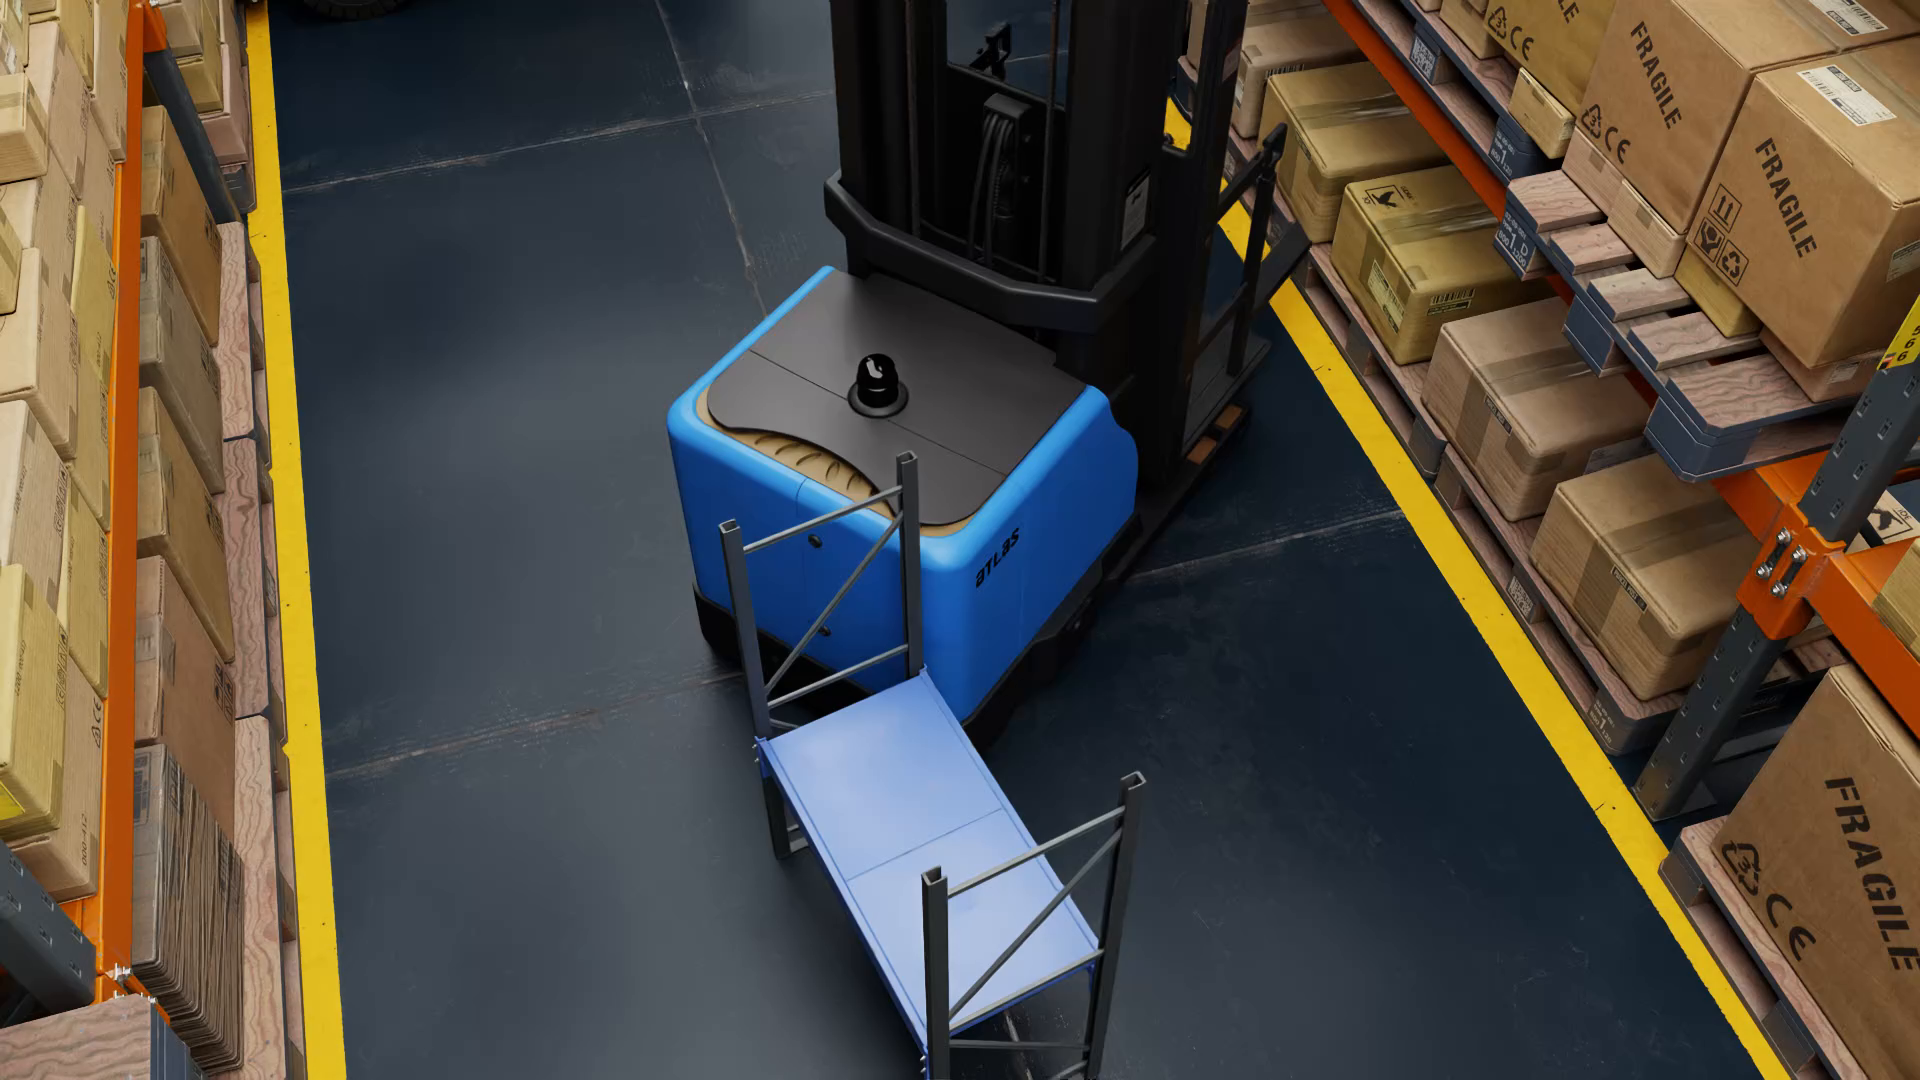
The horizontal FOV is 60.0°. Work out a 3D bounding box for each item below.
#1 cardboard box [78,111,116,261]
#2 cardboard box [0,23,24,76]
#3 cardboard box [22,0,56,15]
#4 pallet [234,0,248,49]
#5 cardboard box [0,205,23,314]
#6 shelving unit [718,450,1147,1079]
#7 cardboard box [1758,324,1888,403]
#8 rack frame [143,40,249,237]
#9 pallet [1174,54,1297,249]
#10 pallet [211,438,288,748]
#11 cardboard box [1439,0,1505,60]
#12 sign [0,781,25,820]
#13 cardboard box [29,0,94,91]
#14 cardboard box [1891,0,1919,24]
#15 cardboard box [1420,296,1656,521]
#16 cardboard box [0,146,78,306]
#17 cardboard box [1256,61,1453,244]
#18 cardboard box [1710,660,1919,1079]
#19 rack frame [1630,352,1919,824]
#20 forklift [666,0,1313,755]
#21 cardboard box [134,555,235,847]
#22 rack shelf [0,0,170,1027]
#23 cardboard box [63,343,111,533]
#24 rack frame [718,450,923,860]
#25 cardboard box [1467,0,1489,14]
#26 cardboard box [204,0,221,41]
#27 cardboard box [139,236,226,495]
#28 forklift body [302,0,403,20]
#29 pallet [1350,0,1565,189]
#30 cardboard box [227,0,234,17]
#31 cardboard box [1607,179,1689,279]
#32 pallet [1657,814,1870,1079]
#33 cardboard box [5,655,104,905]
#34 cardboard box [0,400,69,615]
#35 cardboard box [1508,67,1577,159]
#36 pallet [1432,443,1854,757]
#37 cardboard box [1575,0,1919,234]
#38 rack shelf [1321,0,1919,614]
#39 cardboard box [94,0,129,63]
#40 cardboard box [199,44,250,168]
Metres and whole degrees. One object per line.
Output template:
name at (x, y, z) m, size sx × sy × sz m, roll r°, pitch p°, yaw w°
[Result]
cardboard box at (-2.702, -0.970, 4.704) m, size 0.500 × 0.250 × 0.500 m, roll -13°, pitch 51°, yaw -11°
cardboard box at (-2.653, -1.178, 4.292) m, size 0.380 × 0.149 × 0.250 m, roll -13°, pitch 51°, yaw -11°
cardboard box at (-2.739, -1.568, 4.620) m, size 0.380 × 0.149 × 0.250 m, roll -15°, pitch 51°, yaw -12°
pallet at (-3.932, -2.647, 7.843) m, size 1.003 × 0.211 × 1.213 m, roll -13°, pitch 51°, yaw -11°
cardboard box at (-2.394, -0.622, 3.823) m, size 0.380 × 0.149 × 0.250 m, roll -12°, pitch 51°, yaw -10°
shelving unit at (-0.088, 0.711, 4.169) m, size 0.538 × 1.500 × 1.048 m, roll -22°, pitch 53°, yaw -18°
cardboard box at (2.229, -0.507, 4.105) m, size 0.380 × 0.149 × 0.250 m, roll -12°, pitch 51°, yaw -10°
rack frame at (-3.373, -2.063, 5.527) m, size 1.000 × 3.000 × 0.127 m, roll -13°, pitch 51°, yaw -11°
pallet at (1.600, -1.721, 7.062) m, size 1.003 × 0.211 × 1.213 m, roll -13°, pitch 51°, yaw -11°
pallet at (-2.753, 0.258, 5.394) m, size 1.003 × 0.211 × 1.213 m, roll -13°, pitch 51°, yaw -11°
cardboard box at (1.695, -1.621, 5.044) m, size 0.380 × 0.149 × 0.250 m, roll -15°, pitch 51°, yaw -12°
sign at (-1.674, 0.382, 2.761) m, size 0.100 × 0.325 × 0.005 m, roll -13°, pitch 51°, yaw -11°
cardboard box at (-2.824, -1.501, 4.824) m, size 0.500 × 0.250 × 0.500 m, roll -15°, pitch 51°, yaw -12°
cardboard box at (2.478, -1.290, 4.341) m, size 0.500 × 0.500 × 0.500 m, roll -11°, pitch 51°, yaw -9°
cardboard box at (2.167, -0.507, 5.659) m, size 0.950 × 0.372 × 0.625 m, roll -14°, pitch 51°, yaw -12°
cardboard box at (-2.547, -0.753, 4.194) m, size 0.500 × 0.250 × 0.500 m, roll -13°, pitch 51°, yaw -10°
cardboard box at (1.741, -1.569, 6.555) m, size 0.950 × 0.372 × 0.625 m, roll -10°, pitch 51°, yaw -9°
cardboard box at (2.676, 0.807, 4.223) m, size 0.875 × 0.875 × 0.875 m, roll -14°, pitch 51°, yaw -11°
rack frame at (2.551, -0.266, 4.013) m, size 1.000 × 3.000 × 0.127 m, roll -13°, pitch 51°, yaw -11°
forklift at (0.394, -1.340, 4.962) m, size 1.130 × 2.935 × 3.031 m, roll 27°, pitch 55°, yaw 21°
cardboard box at (-2.562, 0.555, 4.599) m, size 0.875 × 0.625 × 0.625 m, roll -12°, pitch 51°, yaw -10°
rack shelf at (-2.781, -0.370, 4.571) m, size 1.077 × 0.370 × 4.000 m, roll -13°, pitch 51°, yaw -11°
cardboard box at (-2.390, -0.215, 4.068) m, size 0.500 × 0.250 × 0.500 m, roll -15°, pitch 51°, yaw -12°
rack frame at (-0.328, 0.369, 4.458) m, size 0.500 × 1.500 × 0.032 m, roll -22°, pitch 53°, yaw -18°
cardboard box at (1.677, -1.941, 4.890) m, size 0.500 × 0.500 × 0.500 m, roll -15°, pitch 52°, yaw -12°
cardboard box at (-3.372, -2.263, 6.893) m, size 0.500 × 0.250 × 0.500 m, roll -14°, pitch 51°, yaw -11°
cardboard box at (-2.985, -0.486, 5.476) m, size 0.875 × 0.625 × 0.625 m, roll -14°, pitch 51°, yaw -11°
forklift body at (-2.252, -3.738, 7.495) m, size 2.313 × 2.155 × 1.214 m, roll -13°, pitch 51°, yaw -11°
pallet at (1.926, -1.641, 5.297) m, size 1.003 × 0.211 × 1.213 m, roll -13°, pitch 51°, yaw -11°
cardboard box at (-3.531, -2.479, 7.402) m, size 0.500 × 0.250 × 0.500 m, roll -13°, pitch 51°, yaw -10°
cardboard box at (1.964, -0.860, 4.403) m, size 0.380 × 0.149 × 0.250 m, roll -14°, pitch 51°, yaw -11°
pallet at (2.712, 1.225, 4.579) m, size 1.003 × 0.211 × 1.213 m, roll -13°, pitch 51°, yaw -11°
cardboard box at (-2.087, 0.528, 3.441) m, size 0.500 × 0.250 × 0.500 m, roll -13°, pitch 51°, yaw -11°
cardboard box at (-2.234, 0.001, 3.559) m, size 0.500 × 0.250 × 0.500 m, roll -12°, pitch 51°, yaw -10°
cardboard box at (1.802, -1.244, 4.726) m, size 0.380 × 0.149 × 0.250 m, roll -13°, pitch 51°, yaw -10°
pallet at (2.321, 0.061, 5.560) m, size 1.003 × 0.211 × 1.213 m, roll -13°, pitch 51°, yaw -11°
cardboard box at (1.988, -1.174, 4.243) m, size 0.500 × 0.500 × 0.500 m, roll -14°, pitch 51°, yaw -12°
rack shelf at (1.959, -1.495, 5.519) m, size 1.077 × 0.370 × 4.000 m, roll -13°, pitch 51°, yaw -11°
cardboard box at (-2.974, -1.705, 5.324) m, size 0.500 × 0.250 × 0.500 m, roll -12°, pitch 51°, yaw -10°
cardboard box at (-3.199, -1.740, 6.779) m, size 0.500 × 0.250 × 0.500 m, roll -13°, pitch 51°, yaw -11°
